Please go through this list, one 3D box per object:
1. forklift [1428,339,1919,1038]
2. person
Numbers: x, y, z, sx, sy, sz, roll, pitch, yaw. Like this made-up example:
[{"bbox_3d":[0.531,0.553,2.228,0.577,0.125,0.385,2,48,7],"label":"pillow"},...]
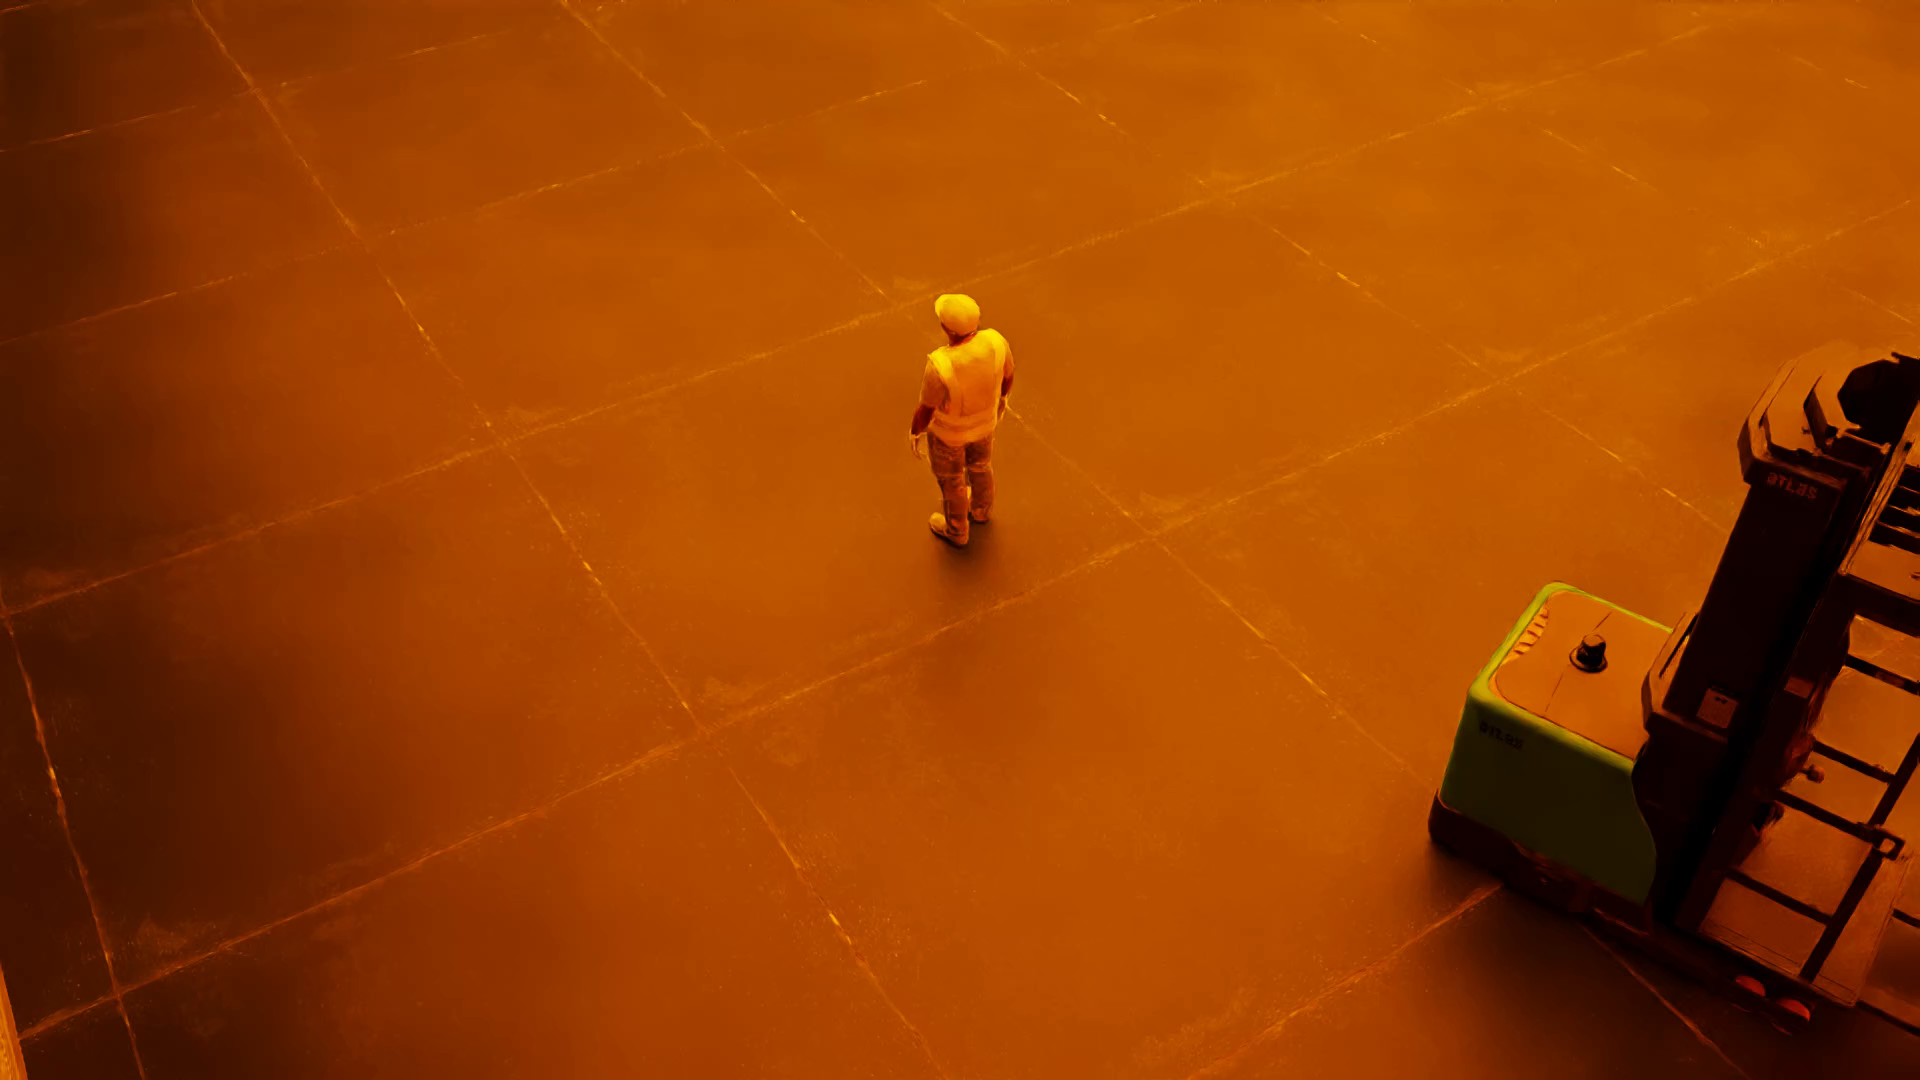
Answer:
[{"bbox_3d":[3.828,0.732,7.034,3.031,2.935,1.130,27,48,27],"label":"forklift"},{"bbox_3d":[-0.032,-0.719,9.556,0.655,1.782,0.576,-23,46,-24],"label":"person"}]
